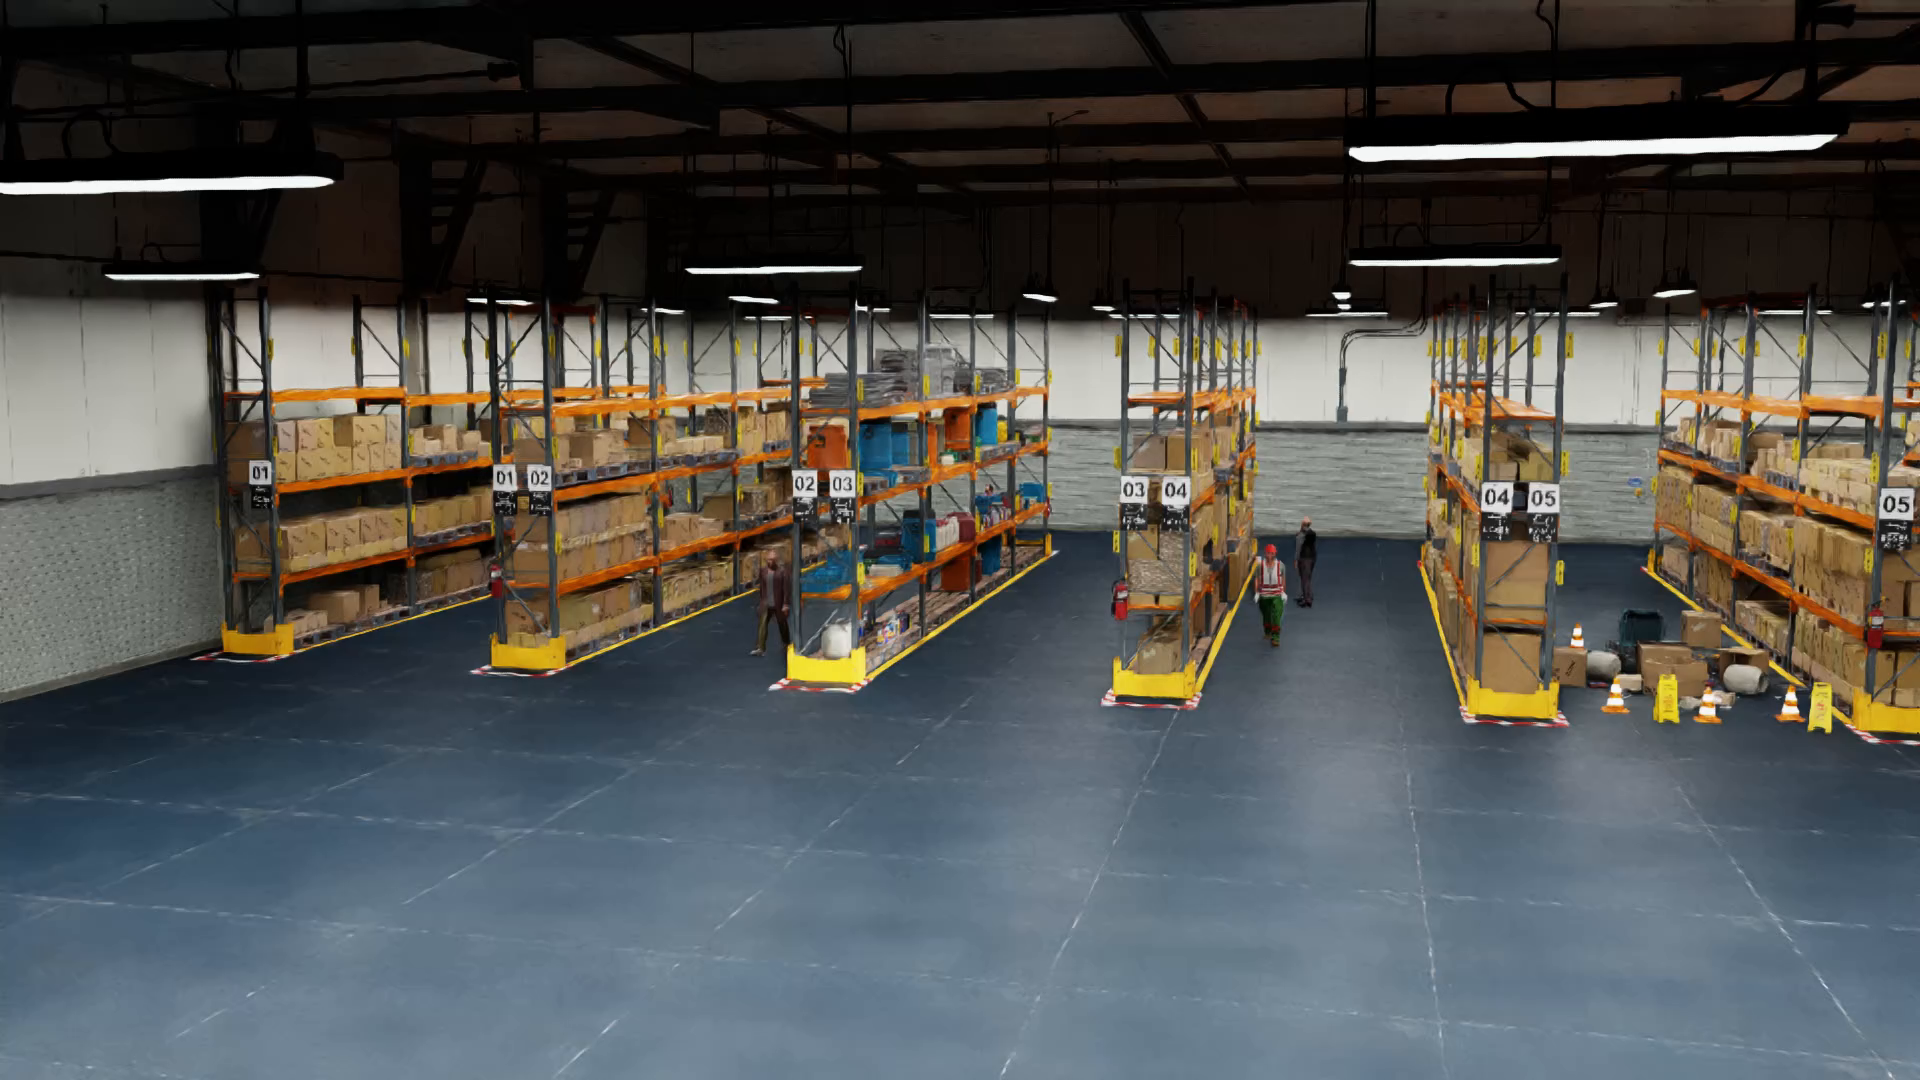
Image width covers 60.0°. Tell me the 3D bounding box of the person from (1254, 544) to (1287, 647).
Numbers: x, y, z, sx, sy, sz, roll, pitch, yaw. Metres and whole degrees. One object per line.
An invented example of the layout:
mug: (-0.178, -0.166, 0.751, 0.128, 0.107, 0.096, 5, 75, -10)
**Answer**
person: (5.244, 0.911, 28.138, 0.553, 1.709, 1.123, 2, 7, 15)

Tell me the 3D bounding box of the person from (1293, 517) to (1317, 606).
person: (6.737, 0.404, 32.550, 0.569, 1.707, 0.628, 6, 9, 44)

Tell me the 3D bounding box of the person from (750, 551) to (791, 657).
person: (-3.049, 1.021, 27.192, 0.588, 1.700, 1.193, 1, 7, 11)

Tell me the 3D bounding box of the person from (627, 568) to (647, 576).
person: (-6.718, 0.190, 34.469, 0.677, 1.742, 0.545, 1, 7, 12)

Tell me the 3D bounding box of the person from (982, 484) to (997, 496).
person: (0.761, -0.704, 43.148, 0.566, 1.528, 0.519, 1, 7, 11)
